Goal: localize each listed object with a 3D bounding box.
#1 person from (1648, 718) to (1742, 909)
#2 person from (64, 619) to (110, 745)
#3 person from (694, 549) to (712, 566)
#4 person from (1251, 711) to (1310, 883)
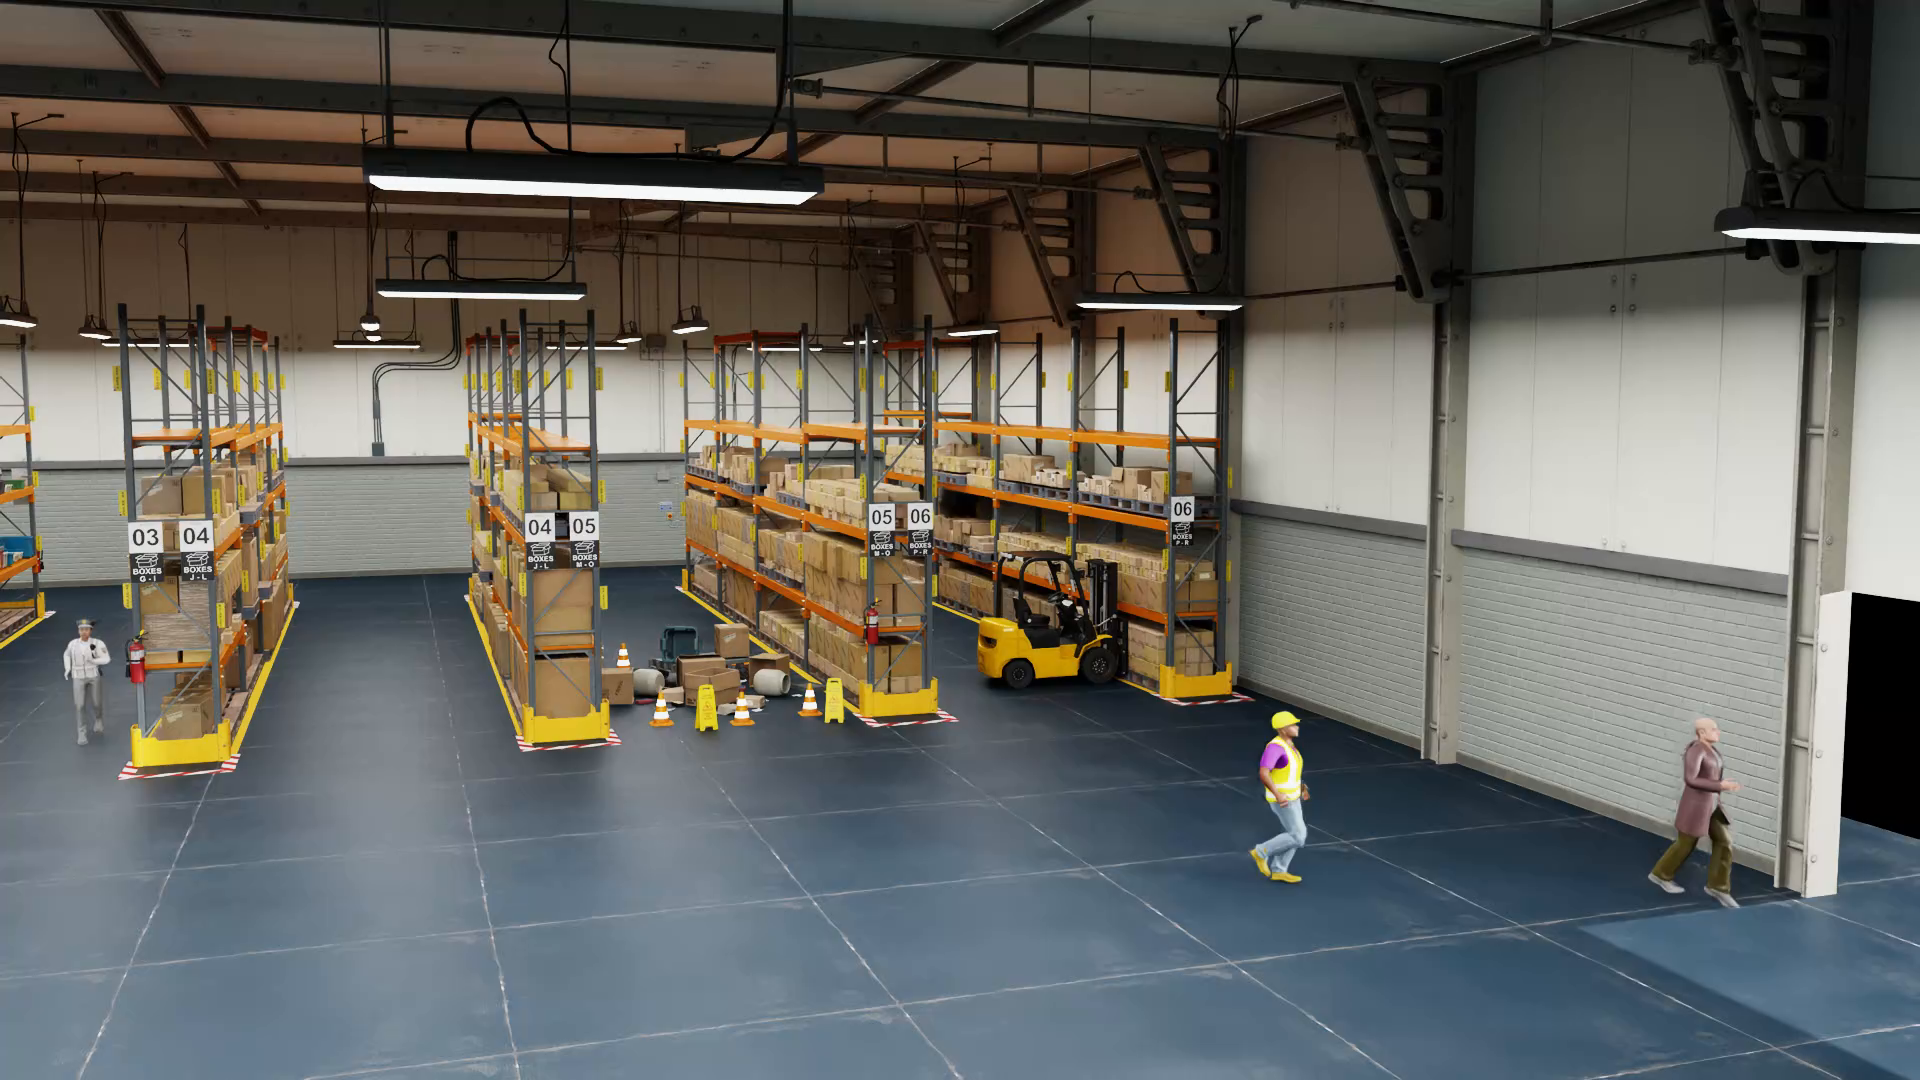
[{"bbox_3d":[7.079,2.612,15.991,0.688,1.845,0.865,-5,7,-41],"label":"person"},{"bbox_3d":[-12.175,1.938,23.196,0.607,1.689,0.916,-2,6,-22],"label":"person"},{"bbox_3d":[-6.338,0.234,41.513,0.512,1.687,0.897,1,6,14],"label":"person"},{"bbox_3d":[3.212,2.569,16.641,0.546,1.726,0.693,2,6,25],"label":"person"}]
